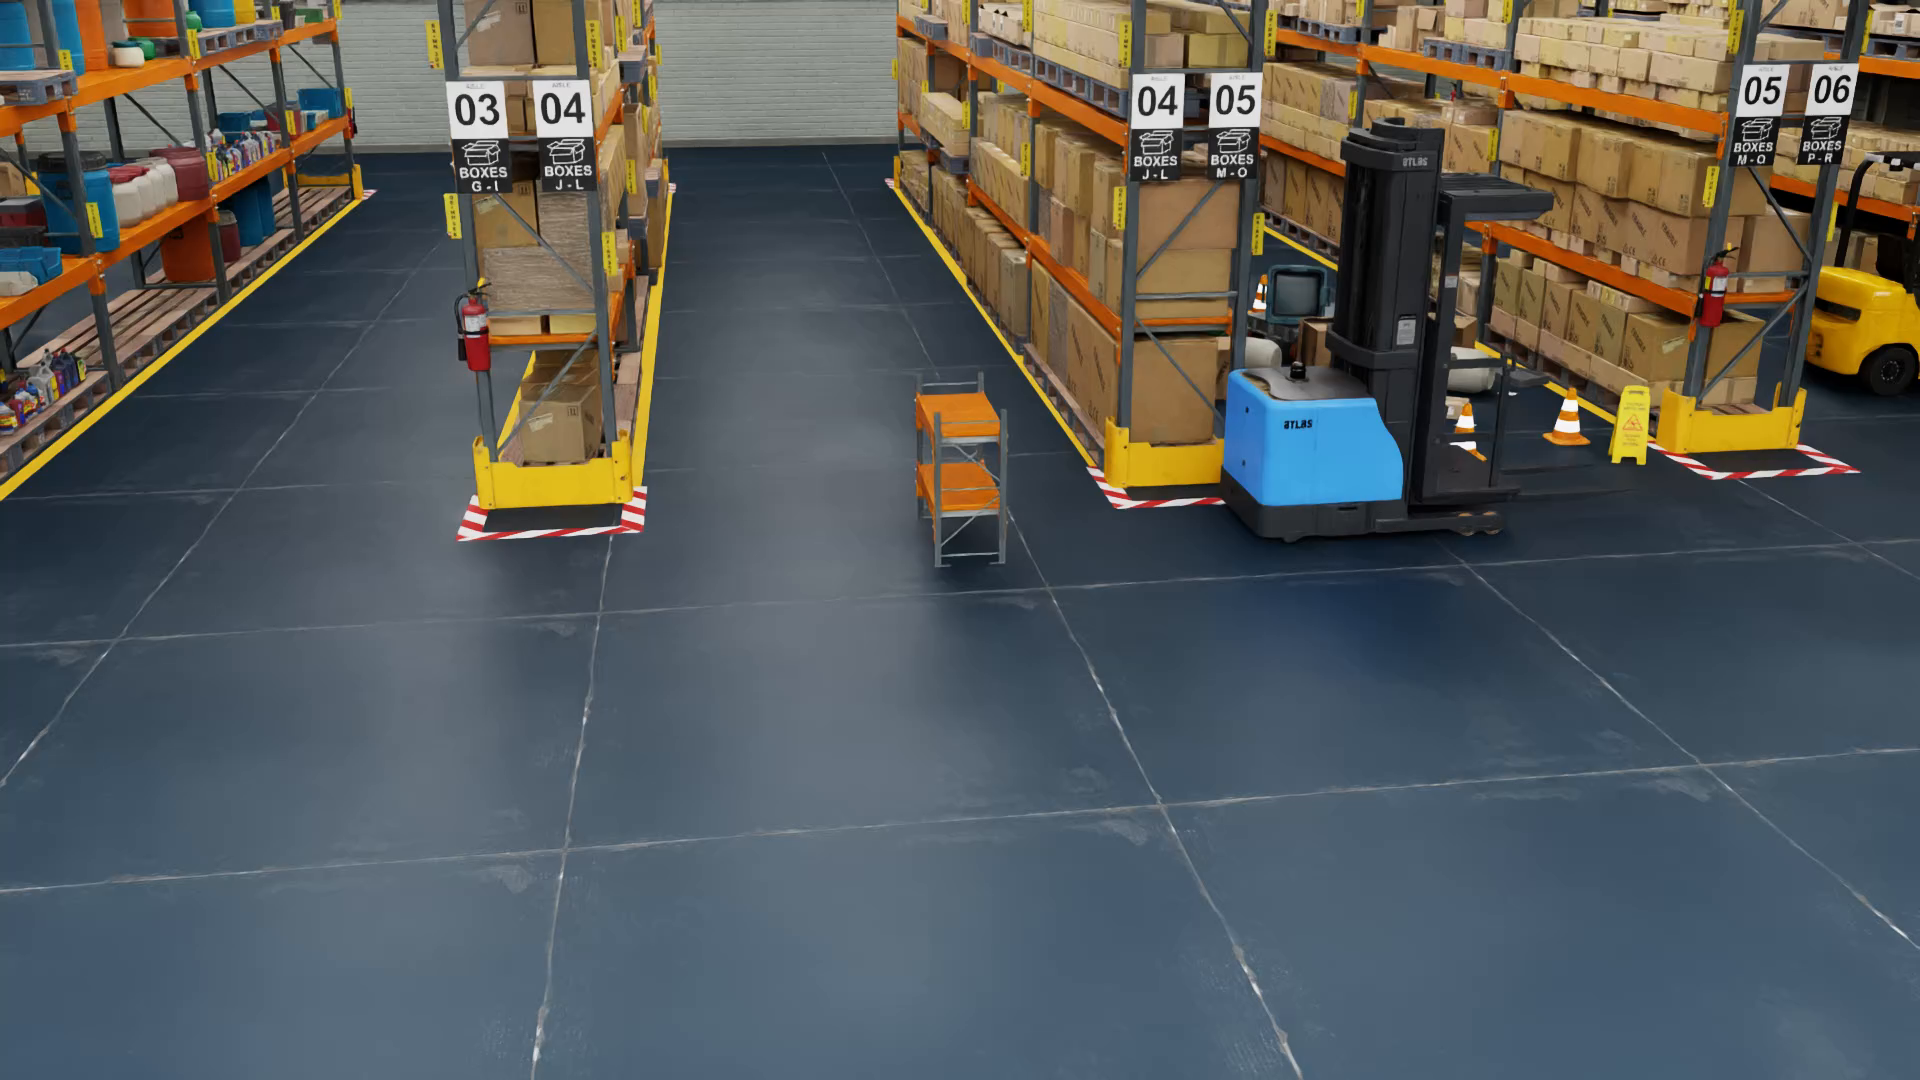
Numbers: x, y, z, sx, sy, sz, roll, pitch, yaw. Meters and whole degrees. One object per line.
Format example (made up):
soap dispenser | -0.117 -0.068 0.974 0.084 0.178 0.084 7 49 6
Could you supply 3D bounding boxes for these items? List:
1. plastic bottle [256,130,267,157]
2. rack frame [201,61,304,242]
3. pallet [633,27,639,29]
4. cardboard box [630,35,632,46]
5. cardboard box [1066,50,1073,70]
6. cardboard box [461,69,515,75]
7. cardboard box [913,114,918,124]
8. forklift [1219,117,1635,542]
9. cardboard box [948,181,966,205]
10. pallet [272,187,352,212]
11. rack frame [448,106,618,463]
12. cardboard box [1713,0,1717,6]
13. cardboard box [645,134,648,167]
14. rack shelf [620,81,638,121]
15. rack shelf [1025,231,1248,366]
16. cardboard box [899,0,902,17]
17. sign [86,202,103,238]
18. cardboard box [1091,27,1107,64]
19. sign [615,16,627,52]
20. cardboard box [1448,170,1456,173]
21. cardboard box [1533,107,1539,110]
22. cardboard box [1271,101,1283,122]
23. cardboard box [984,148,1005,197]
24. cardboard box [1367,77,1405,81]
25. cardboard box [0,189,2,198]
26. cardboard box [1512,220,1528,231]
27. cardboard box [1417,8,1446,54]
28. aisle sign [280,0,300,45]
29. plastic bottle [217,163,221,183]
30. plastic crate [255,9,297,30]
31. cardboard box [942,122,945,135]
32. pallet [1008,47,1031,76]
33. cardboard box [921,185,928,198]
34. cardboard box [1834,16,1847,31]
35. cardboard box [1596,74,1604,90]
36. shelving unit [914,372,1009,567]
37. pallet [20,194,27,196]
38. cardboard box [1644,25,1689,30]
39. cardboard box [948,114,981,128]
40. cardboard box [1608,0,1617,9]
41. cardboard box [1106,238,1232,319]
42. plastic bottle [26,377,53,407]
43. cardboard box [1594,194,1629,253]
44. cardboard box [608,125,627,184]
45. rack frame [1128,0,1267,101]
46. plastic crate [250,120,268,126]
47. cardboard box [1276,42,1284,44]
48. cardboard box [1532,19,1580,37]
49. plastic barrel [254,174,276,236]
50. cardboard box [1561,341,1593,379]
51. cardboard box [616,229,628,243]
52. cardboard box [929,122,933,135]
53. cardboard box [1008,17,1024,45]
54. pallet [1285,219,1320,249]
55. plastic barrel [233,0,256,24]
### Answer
plastic bottle | -9.330 -5.281 22.140 0.144 0.351 0.185 -3 21 -8
rack frame | -9.787 -5.606 22.939 1.000 3.000 0.127 -3 21 -8
pallet | -4.618 -6.395 21.034 1.003 0.211 1.213 -2 21 -5
cardboard box | -3.913 -5.483 18.535 0.500 0.250 0.500 -3 21 -8
cardboard box | 1.126 -4.162 14.403 0.380 0.149 0.250 -3 21 -7
cardboard box | -3.574 -3.488 12.627 0.380 0.149 0.250 -4 21 -10
cardboard box | -0.532 -6.578 25.901 0.380 0.149 0.250 -3 21 -7
forklift | 3.581 -1.583 12.266 3.031 2.935 1.130 -3 21 -9
cardboard box | 0.114 -4.638 22.247 0.500 0.250 0.500 -2 21 -6
pallet | -10.283 -5.397 26.365 1.003 0.211 1.213 -3 21 -8
rack frame | -3.156 -1.701 12.484 1.000 3.000 0.127 -3 21 -8
cardboard box | 10.133 -7.084 21.828 0.380 0.149 0.250 -4 21 -10
cardboard box | -4.186 -4.878 20.847 0.500 0.500 0.500 -3 21 -9
rack shelf | -4.021 -4.847 17.647 1.077 0.370 4.000 -3 21 -8
rack shelf | 1.479 -2.272 15.040 1.077 0.370 4.000 -3 21 -8
cardboard box | -0.728 -8.623 26.943 0.500 0.250 0.500 -2 21 -6
sign | -8.088 -2.990 15.538 0.100 0.325 0.005 -3 21 -8
cardboard box | 1.349 -3.963 13.298 0.500 0.250 0.500 -3 21 -8
sign | -3.197 -4.763 15.657 0.100 0.325 0.005 -3 21 -8
cardboard box | 5.634 -4.009 18.421 0.380 0.149 0.250 -3 21 -9
cardboard box | 9.405 -6.857 26.648 0.380 0.149 0.250 -2 21 -6
cardboard box | 4.808 -6.174 23.959 0.500 0.250 0.500 -3 21 -7
cardboard box | 0.560 -4.213 19.067 0.500 0.500 0.500 -3 21 -8
cardboard box | 5.587 -5.840 21.994 0.500 0.500 0.500 -3 21 -8
cardboard box | -14.974 -5.301 25.542 0.380 0.166 0.250 -3 21 -8
cardboard box | 5.890 -3.258 17.011 0.380 0.149 0.250 -2 21 -6
cardboard box | 5.746 -5.898 19.285 0.797 0.503 0.637 -3 21 -8
aisle sign | -10.668 -8.219 26.219 0.394 0.787 0.004 -3 21 -8
plastic bottle | -8.955 -4.449 20.007 0.061 0.283 0.133 -3 21 -8
plastic crate | -9.695 -7.394 23.625 0.497 0.269 0.590 -3 21 -8
cardboard box | -0.024 -5.323 21.513 0.380 0.149 0.250 -3 21 -8
pallet | 1.009 -4.932 17.120 0.805 0.209 1.217 -4 21 -10
cardboard box | -0.374 -5.258 25.055 0.380 0.149 0.250 -4 21 -10
cardboard box | 10.415 -6.001 19.325 0.380 0.149 0.250 -3 21 -8
cardboard box | 6.098 -4.218 15.295 0.380 0.149 0.250 -3 21 -7
shelving unit | -0.001 -0.529 12.026 0.538 1.125 1.048 -3 21 -8
pallet | -15.139 -5.134 25.660 1.003 0.211 1.213 -3 21 -8
cardboard box | 6.590 -4.702 15.451 0.380 0.149 0.250 -3 21 -7
cardboard box | 0.056 -5.278 20.968 0.380 0.149 0.250 -3 21 -8
cardboard box | 9.570 -7.749 24.005 0.380 0.149 0.250 -3 21 -7
cardboard box | 1.669 -2.113 13.371 0.875 0.550 0.550 -3 21 -8
plastic bottle | -8.162 -1.323 14.736 0.152 0.276 0.135 -3 21 -7
cardboard box | 6.164 -2.908 15.147 0.500 0.500 0.500 -3 21 -8
cardboard box | -3.395 -3.599 15.567 0.500 0.500 0.500 -3 21 -8
rack frame | 1.767 -4.727 12.010 1.000 3.000 0.127 -3 21 -8
plastic crate | -10.335 -6.098 24.548 0.293 0.136 0.466 -3 21 -8
cardboard box | 4.899 -7.737 26.145 0.380 0.149 0.250 -3 21 -8
cardboard box | 5.863 -5.033 16.336 0.380 0.149 0.250 -2 21 -6
plastic barrel | -9.725 -4.631 22.726 0.600 0.901 0.708 -3 21 -8
cardboard box | 6.120 -1.737 15.908 0.500 0.250 0.500 -4 21 -10
cardboard box | -3.410 -2.909 16.076 0.380 0.149 0.250 -3 21 -8
cardboard box | -0.211 -5.633 22.770 0.380 0.149 0.250 -4 21 -10
cardboard box | 0.795 -5.296 17.293 0.500 0.250 0.500 -3 21 -8
pallet | 5.286 -4.363 23.595 1.003 0.211 1.213 -3 21 -8
plastic barrel | -9.454 -6.990 21.489 0.600 0.588 0.600 0 20 0
